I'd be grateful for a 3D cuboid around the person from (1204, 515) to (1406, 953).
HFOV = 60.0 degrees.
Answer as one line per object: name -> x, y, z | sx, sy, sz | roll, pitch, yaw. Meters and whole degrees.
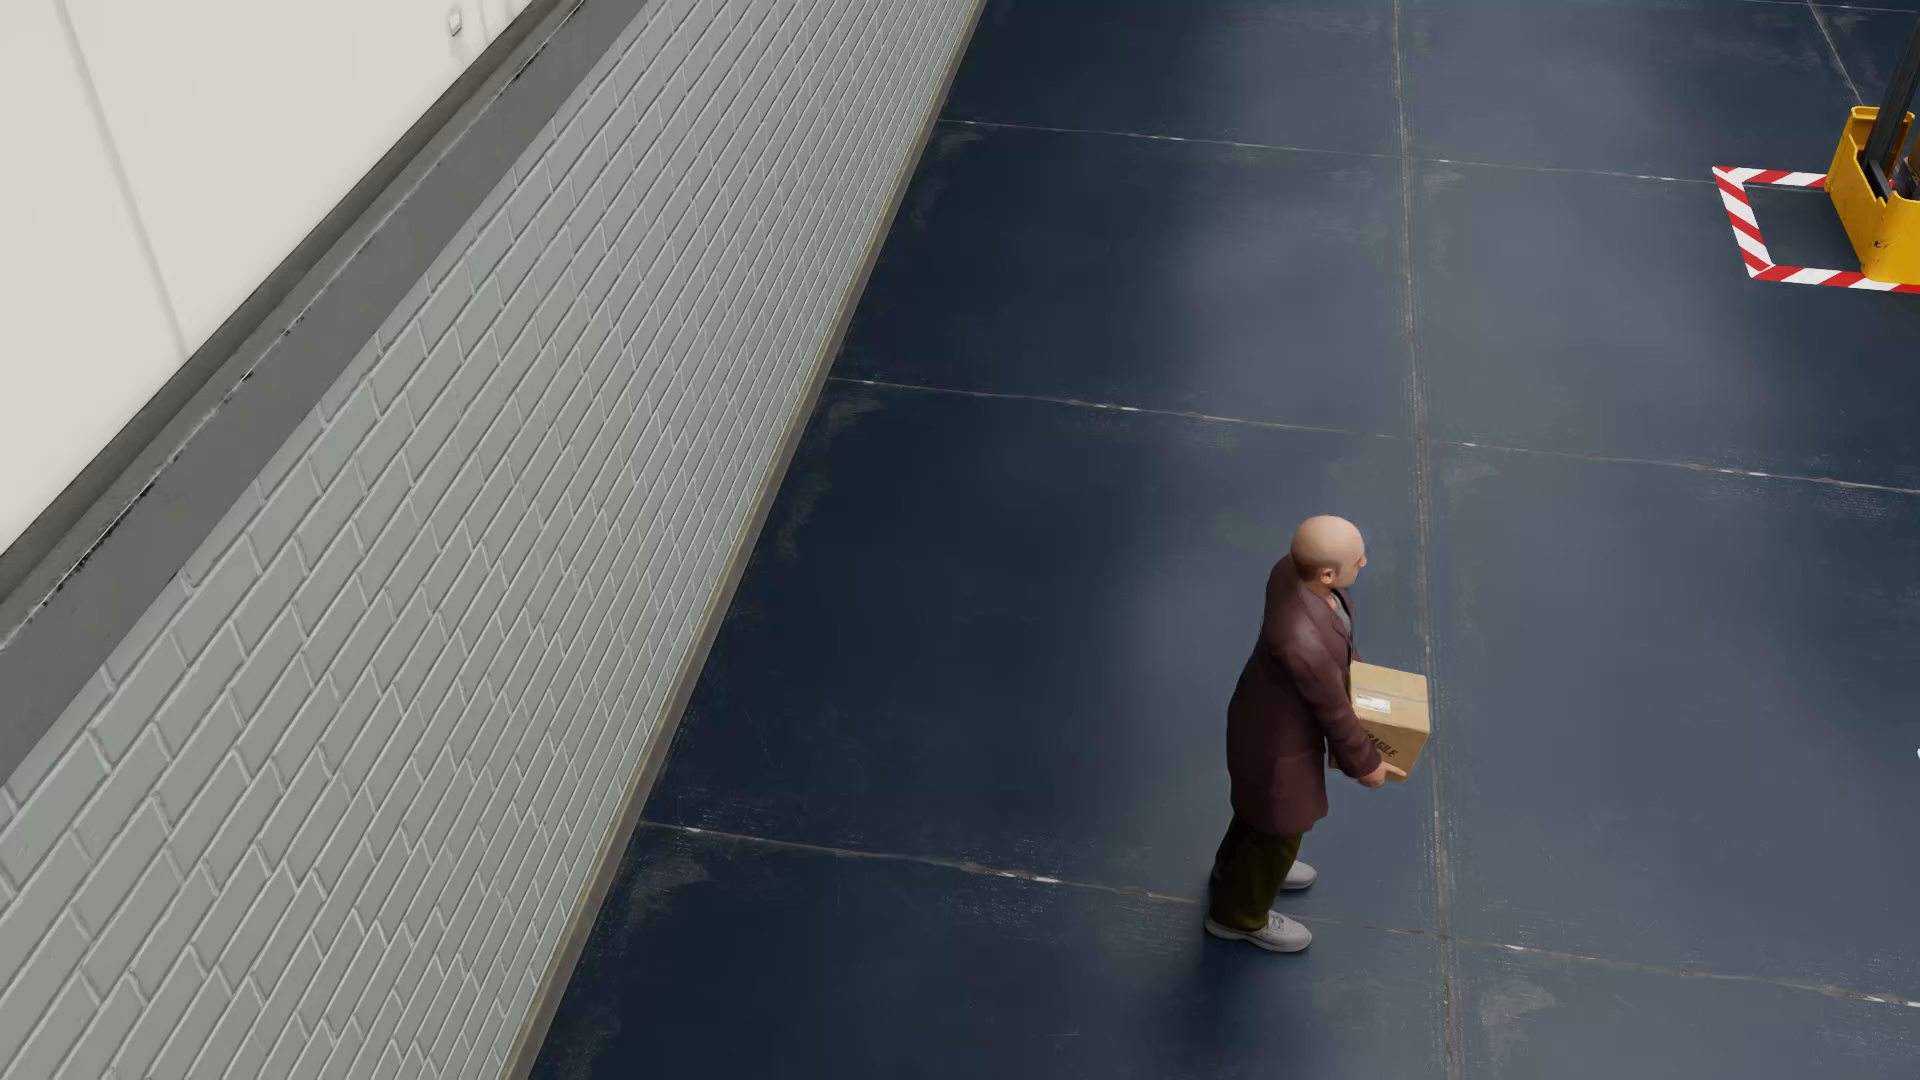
person -> 1.150, 0.643, 5.406 | 0.569, 1.779, 0.527 | 6, 40, 7
